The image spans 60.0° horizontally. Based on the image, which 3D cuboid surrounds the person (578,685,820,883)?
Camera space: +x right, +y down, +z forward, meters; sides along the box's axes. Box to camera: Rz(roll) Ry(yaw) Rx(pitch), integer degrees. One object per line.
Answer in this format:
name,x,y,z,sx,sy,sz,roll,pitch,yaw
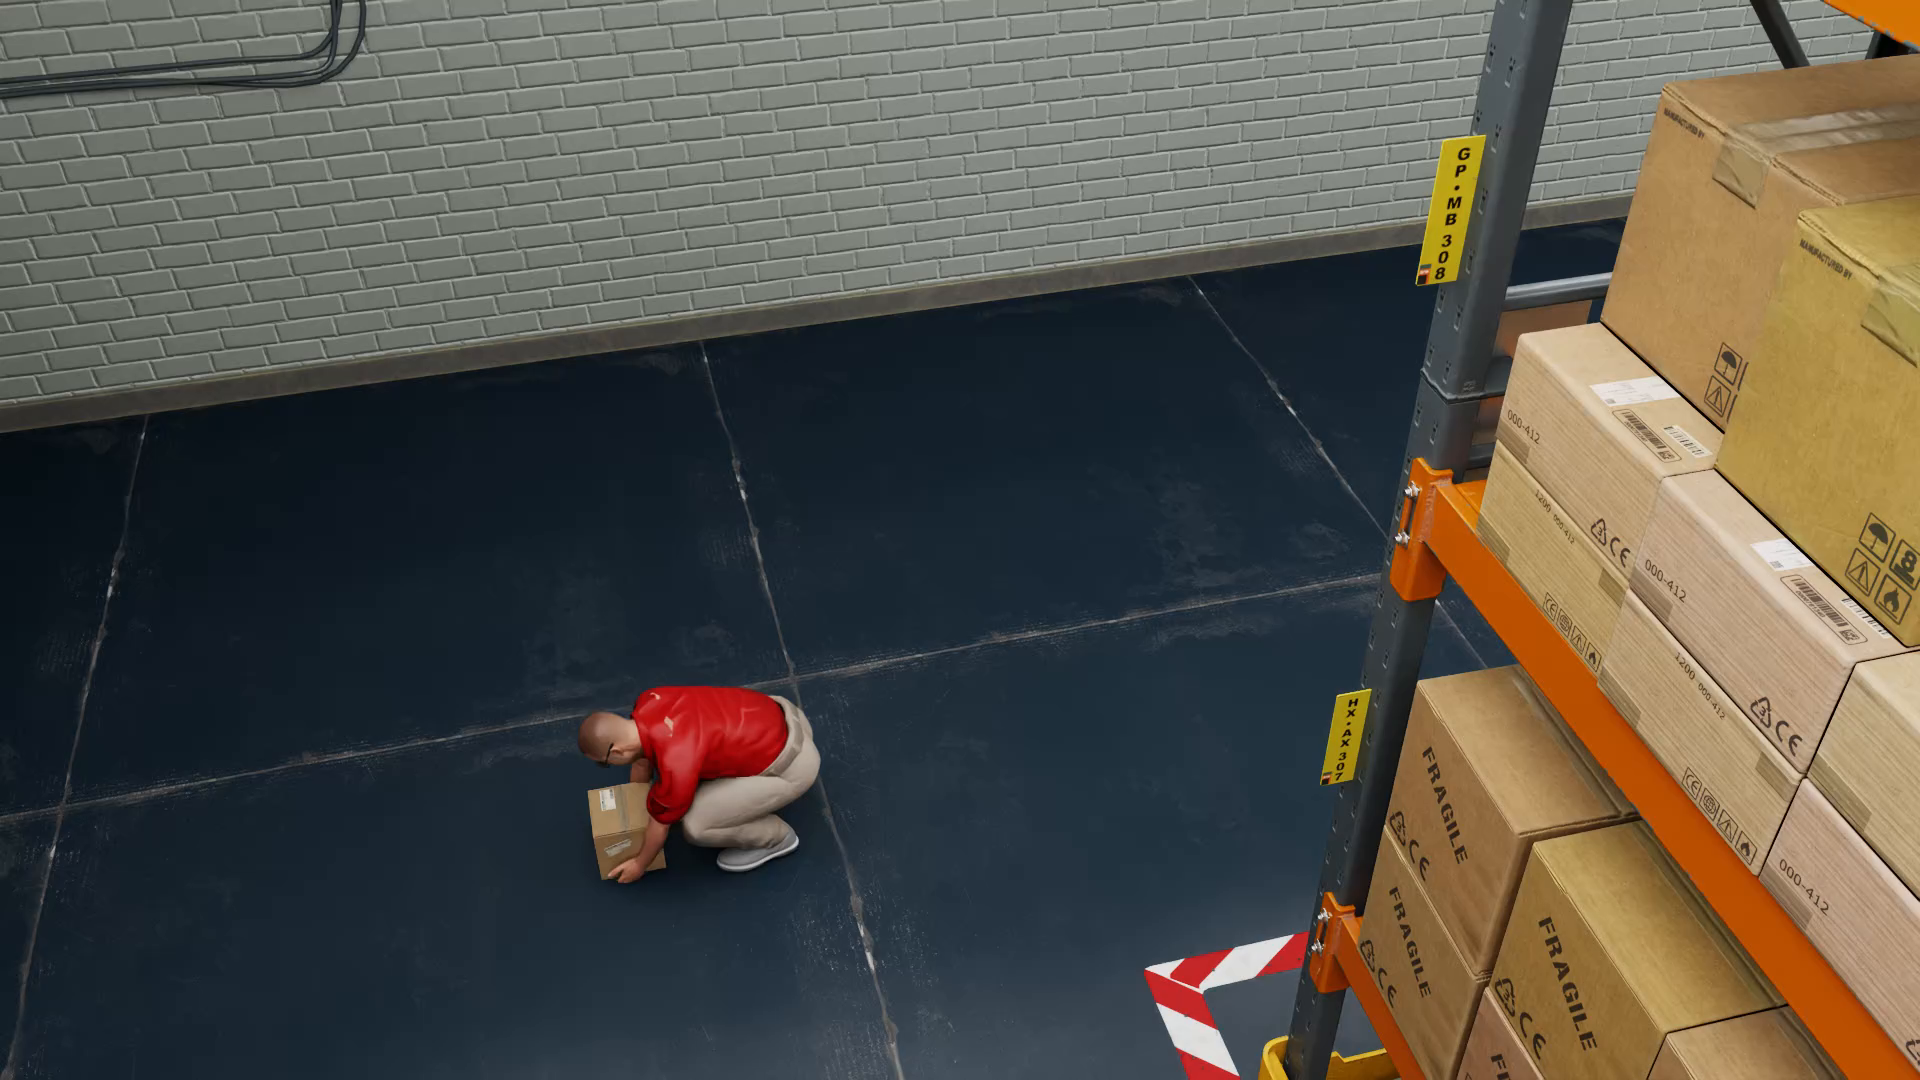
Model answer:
person,-0.981,0.892,6.391,0.882,0.854,0.546,-10,39,-12
